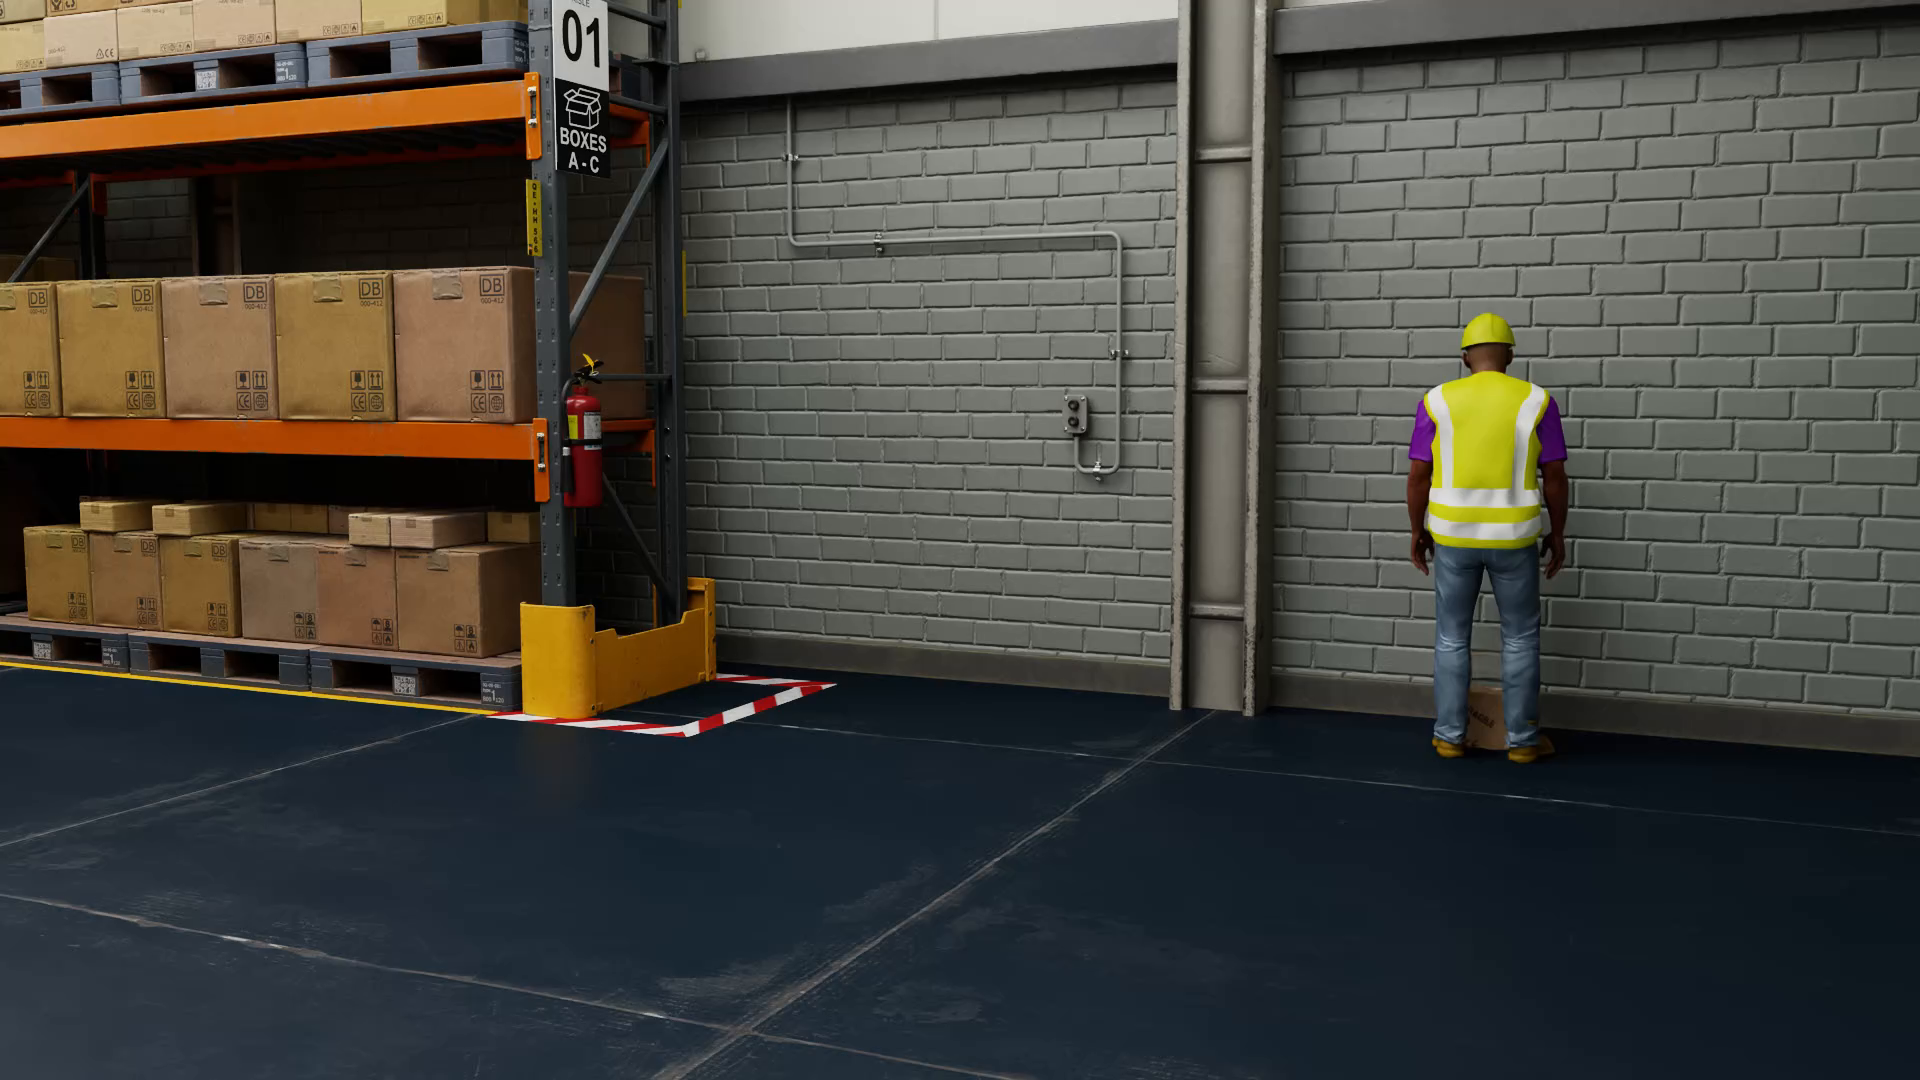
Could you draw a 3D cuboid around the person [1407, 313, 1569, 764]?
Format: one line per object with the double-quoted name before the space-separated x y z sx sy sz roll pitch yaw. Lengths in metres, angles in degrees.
"person" 2.086 -0.013 6.598 0.609 1.758 0.452 2 6 22
